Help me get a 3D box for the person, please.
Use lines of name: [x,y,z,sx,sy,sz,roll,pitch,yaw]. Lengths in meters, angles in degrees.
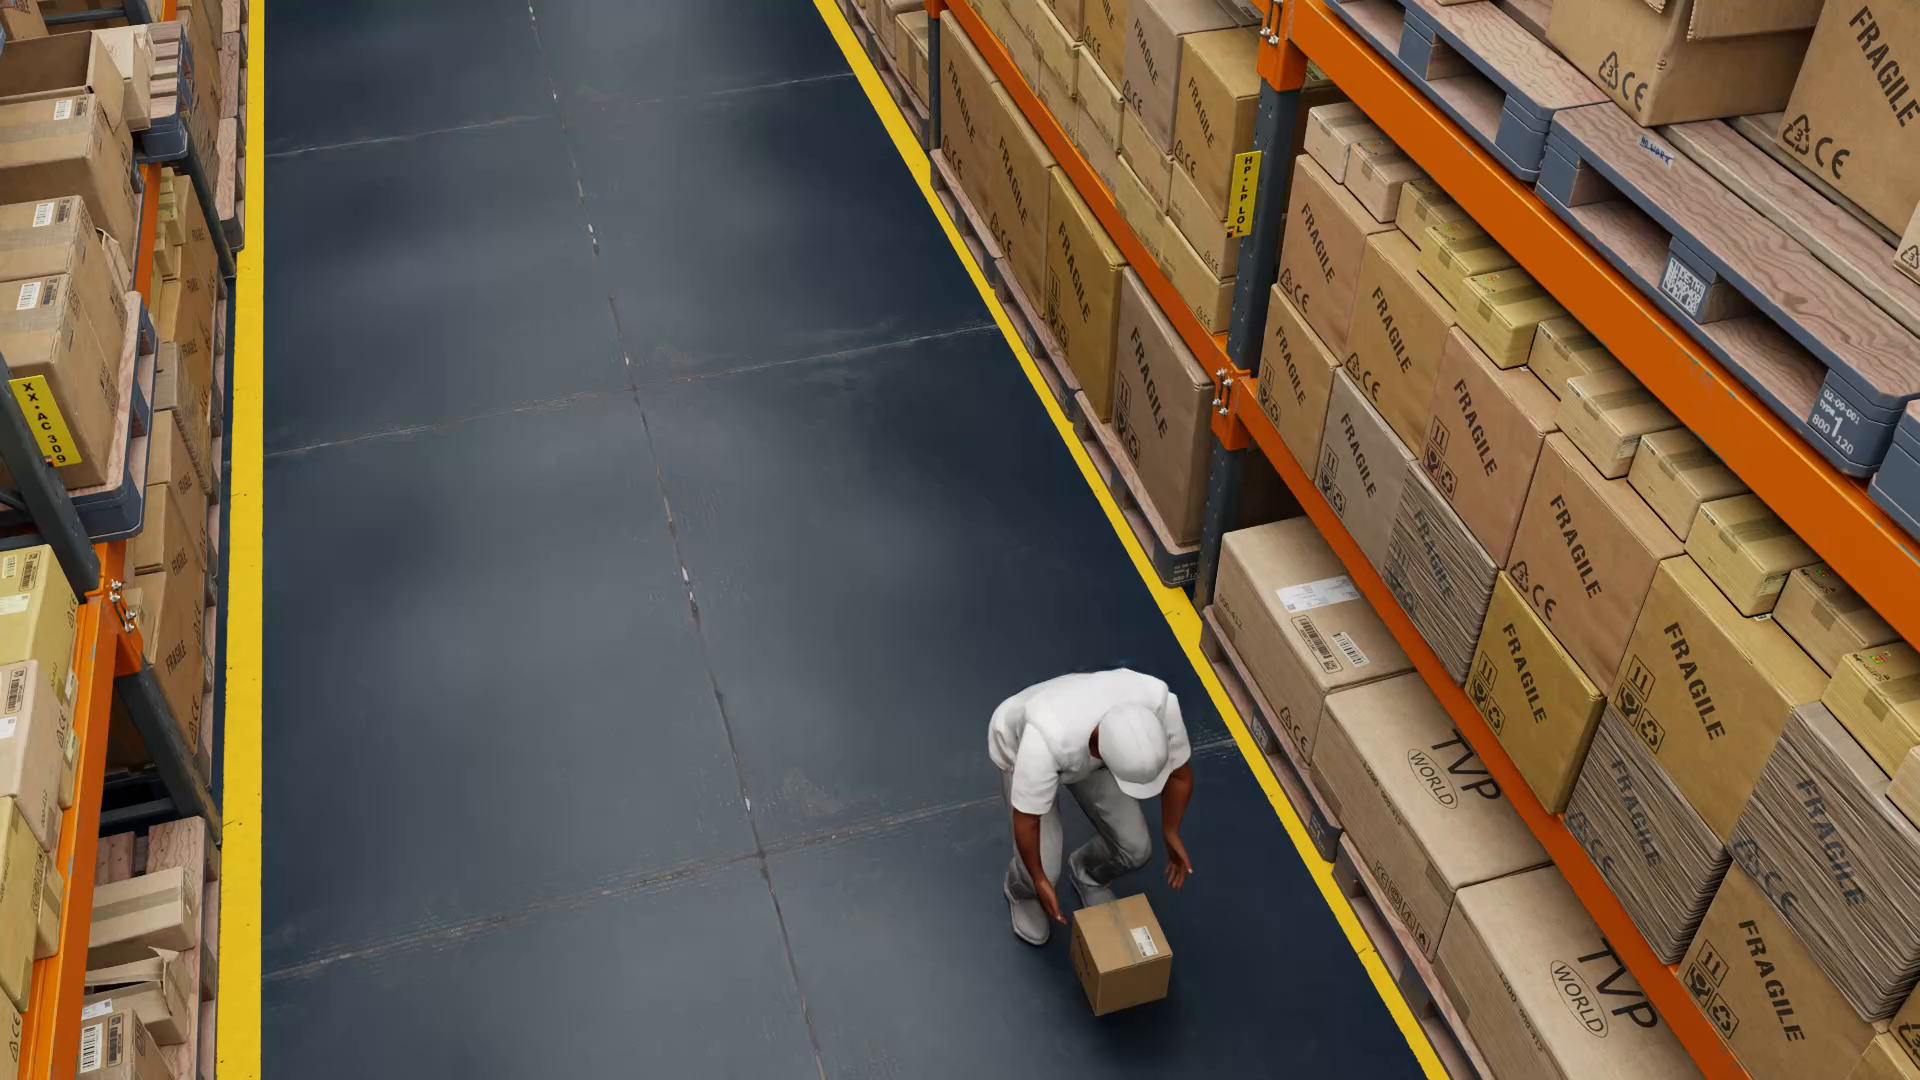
person: [0.424,0.842,5.522,0.631,1.346,0.790,-13,44,-14]
